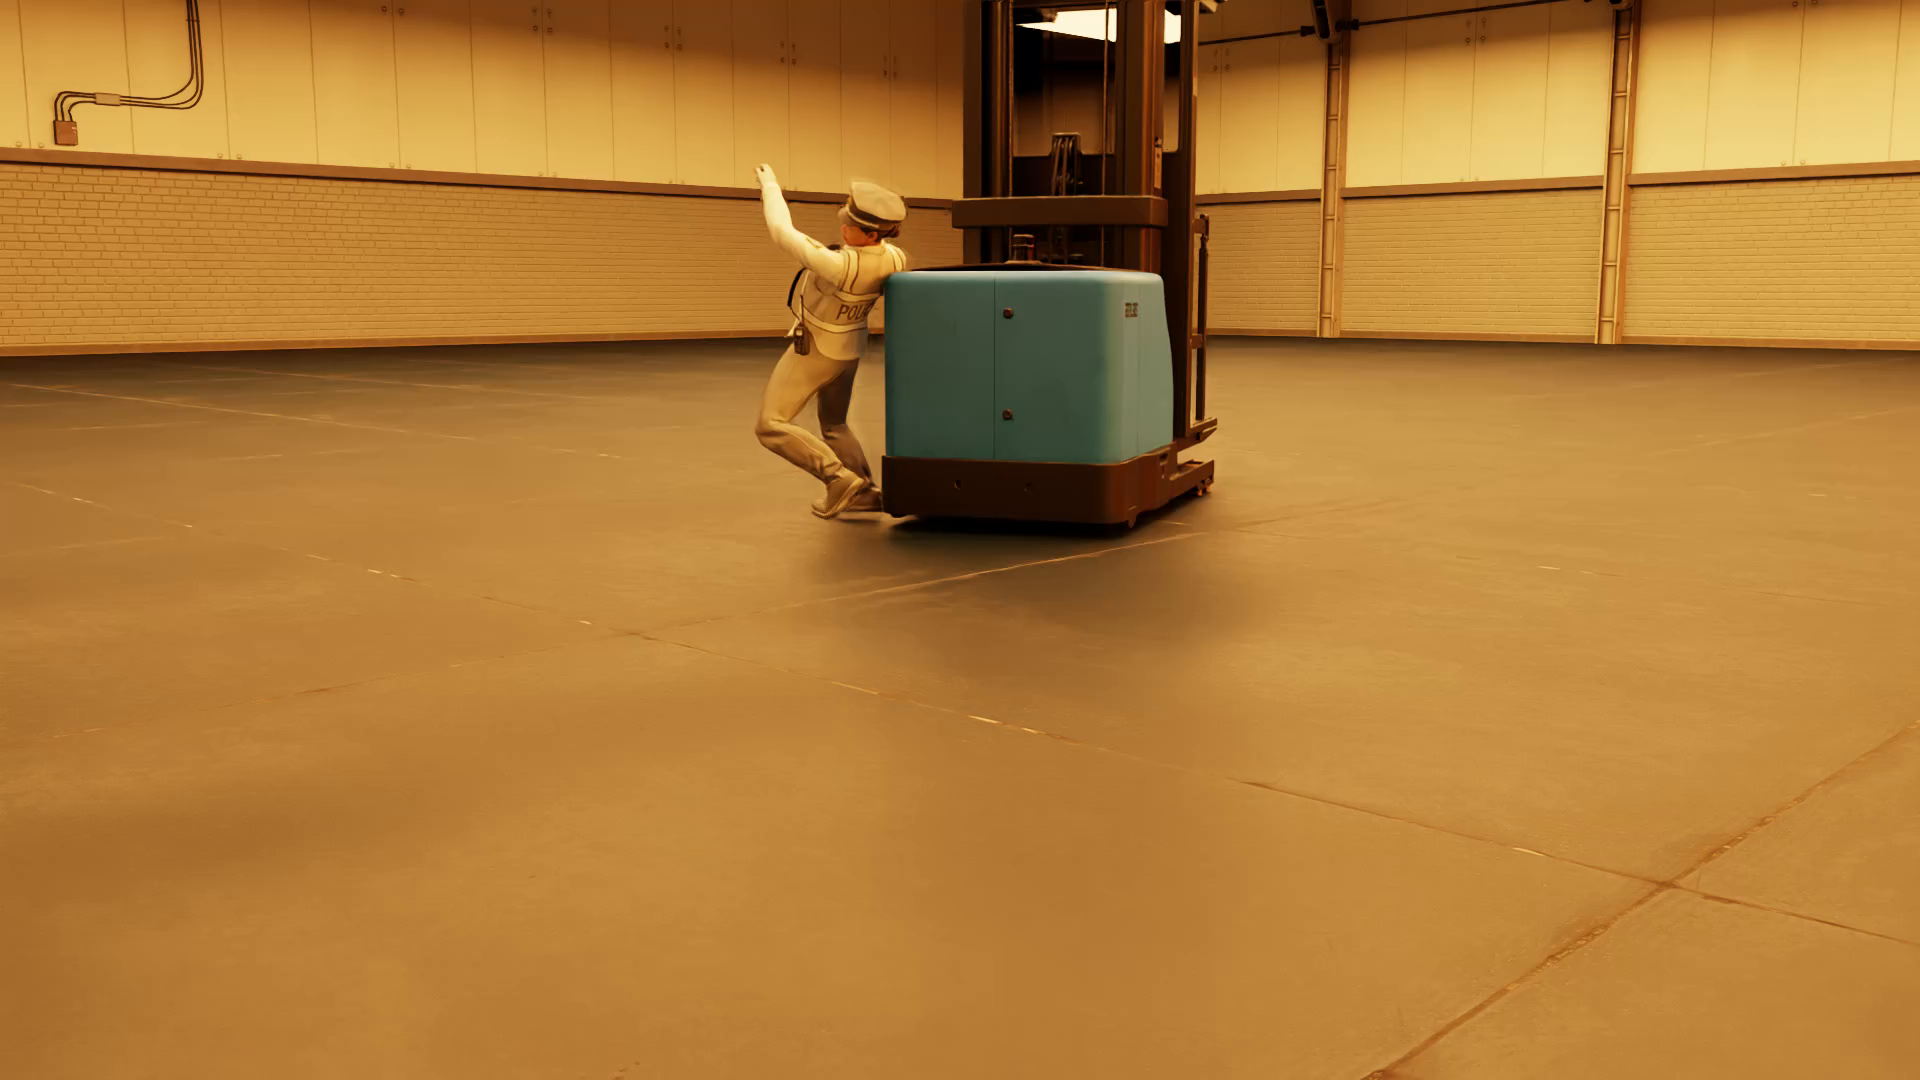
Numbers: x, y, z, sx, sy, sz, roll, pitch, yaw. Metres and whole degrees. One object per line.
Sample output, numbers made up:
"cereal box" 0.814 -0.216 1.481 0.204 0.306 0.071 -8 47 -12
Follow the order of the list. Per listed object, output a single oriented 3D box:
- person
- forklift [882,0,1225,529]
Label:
"person" -0.425 -0.860 7.201 0.708 1.501 0.979 4 9 25
"forklift" 0.639 -1.677 8.011 1.130 2.935 3.031 3 9 19
